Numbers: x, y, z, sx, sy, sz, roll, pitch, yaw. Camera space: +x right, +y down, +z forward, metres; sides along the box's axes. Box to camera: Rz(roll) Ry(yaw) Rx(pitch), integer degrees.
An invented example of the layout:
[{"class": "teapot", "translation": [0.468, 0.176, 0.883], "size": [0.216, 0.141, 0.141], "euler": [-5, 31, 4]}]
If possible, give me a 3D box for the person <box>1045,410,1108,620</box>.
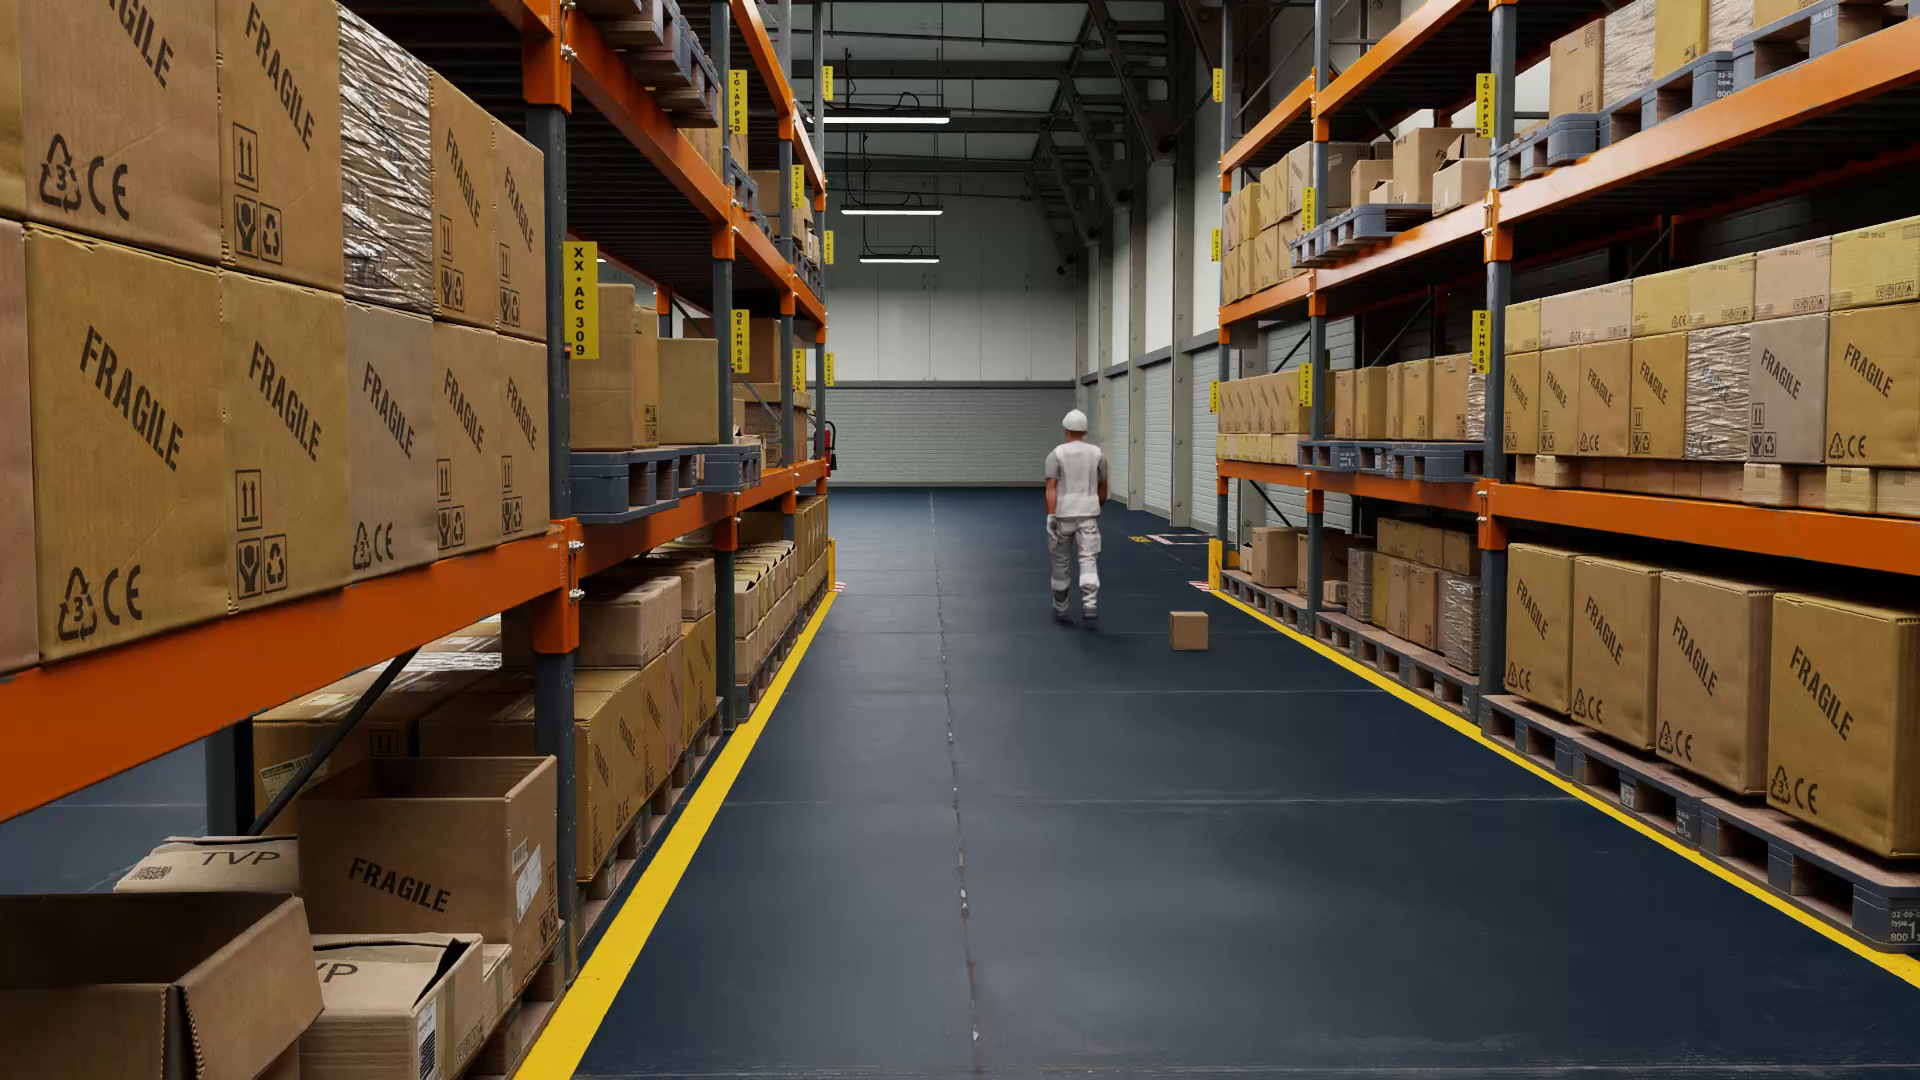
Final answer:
[{"class": "person", "translation": [0.951, -0.199, 13.675], "size": [0.538, 1.735, 1.089], "euler": [0, 4, -2]}]
